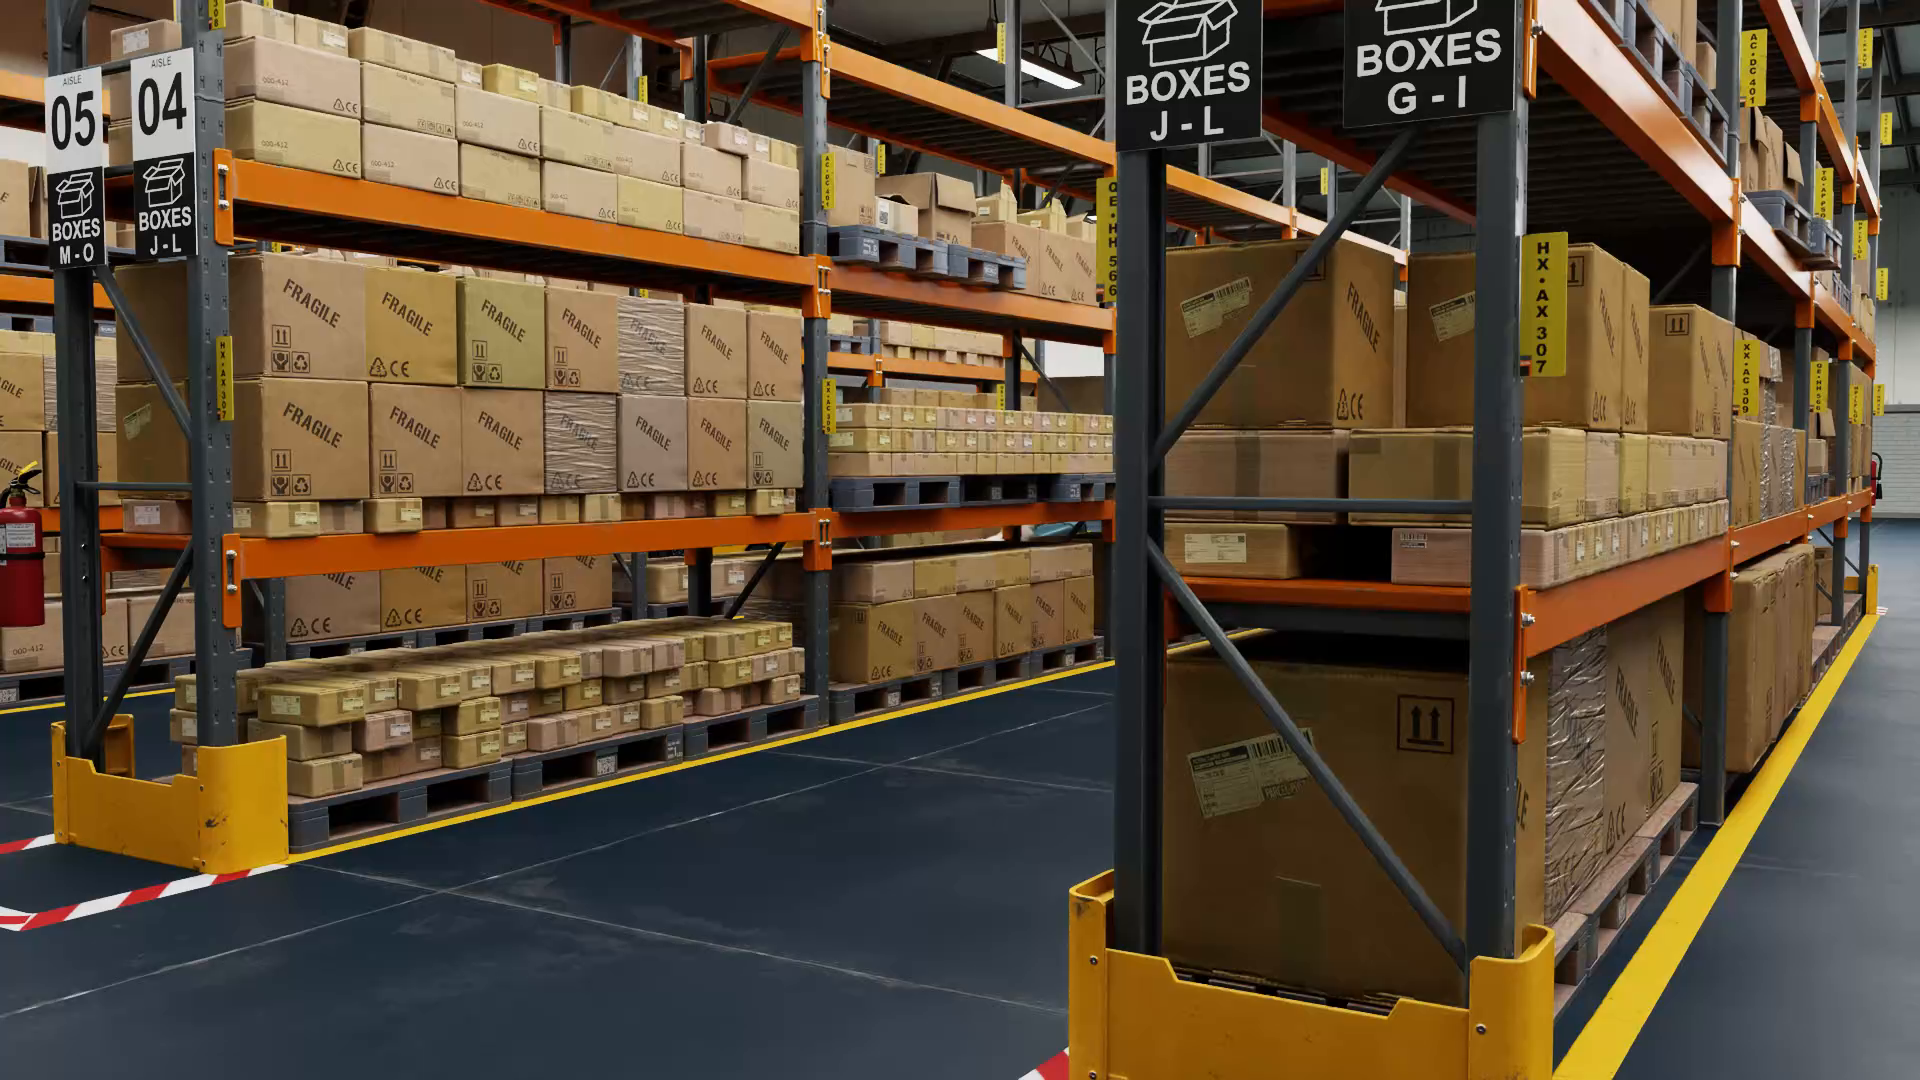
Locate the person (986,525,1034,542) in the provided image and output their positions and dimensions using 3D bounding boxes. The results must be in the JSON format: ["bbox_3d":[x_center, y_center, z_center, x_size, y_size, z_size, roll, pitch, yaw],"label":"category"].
[{"bbox_3d":[0.362,0.333,16.303,0.895,0.996,0.586,2,3,31],"label":"person"}]
